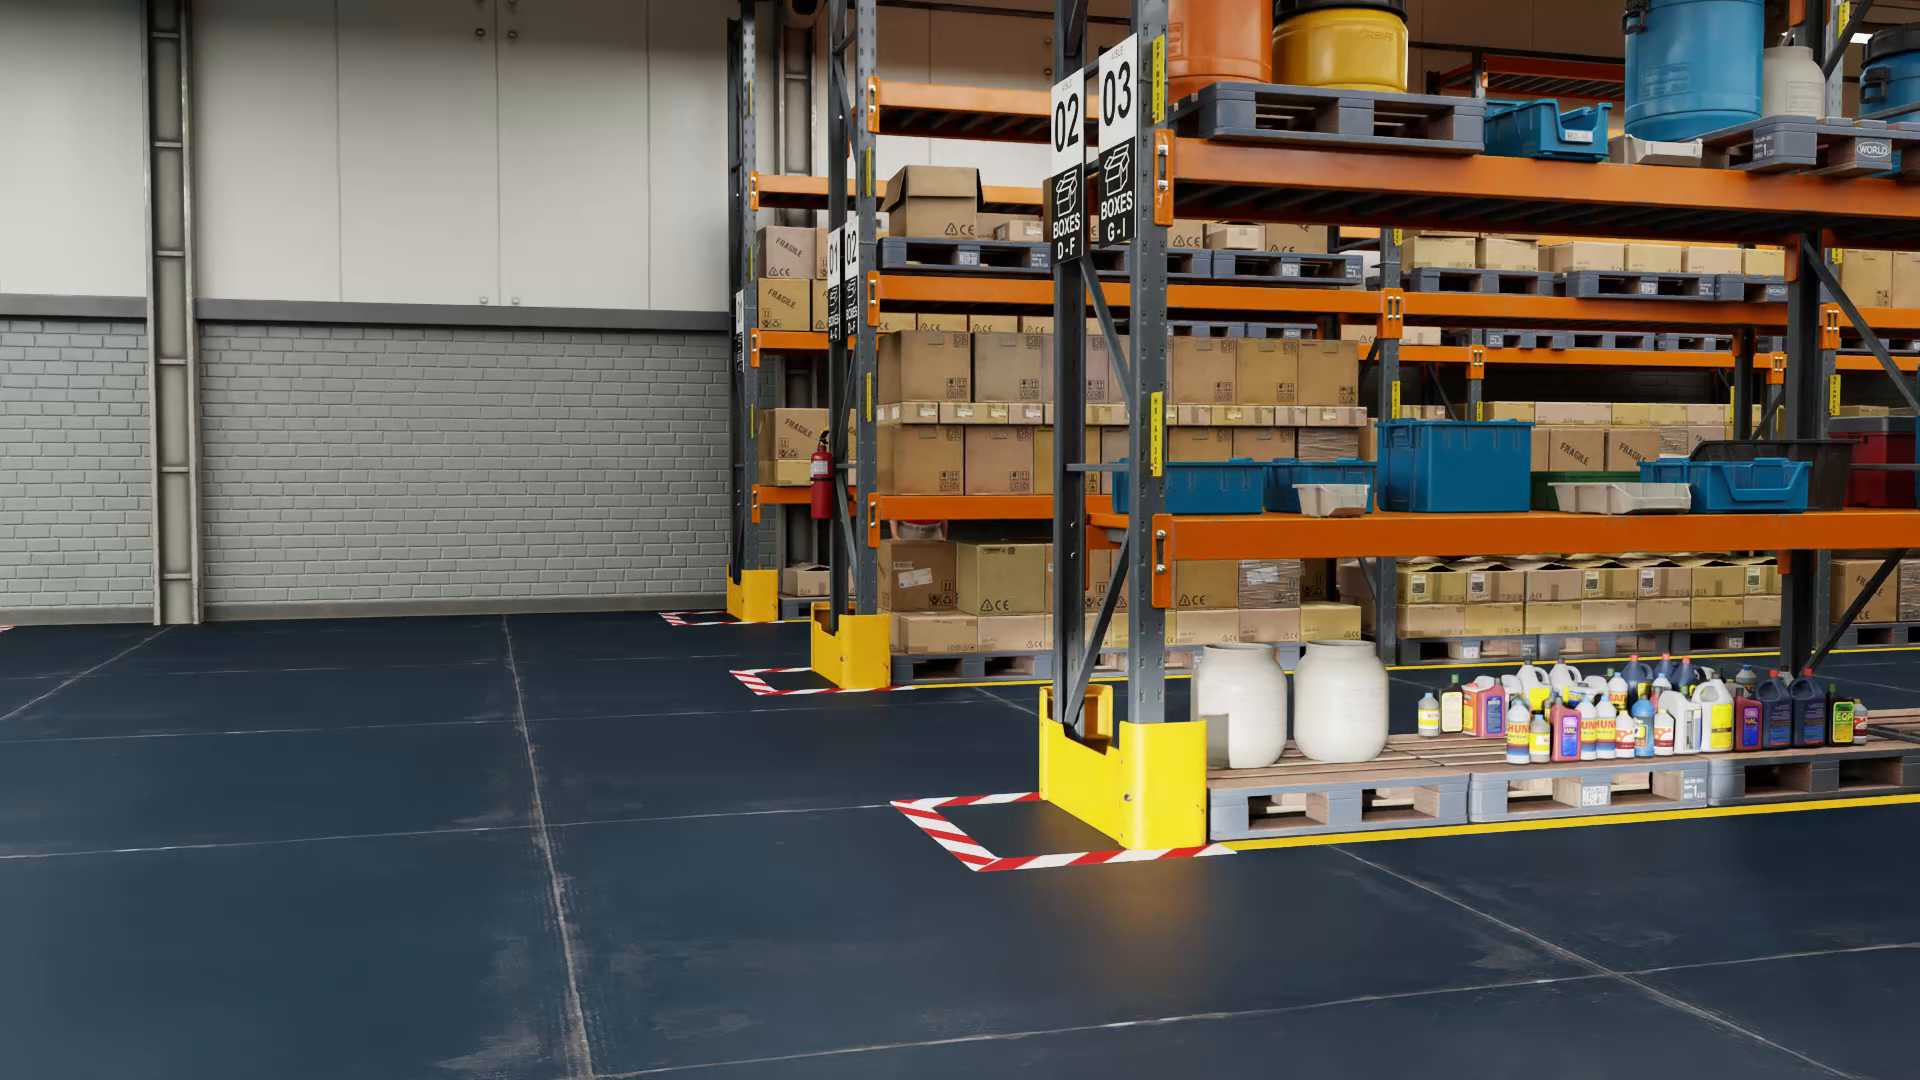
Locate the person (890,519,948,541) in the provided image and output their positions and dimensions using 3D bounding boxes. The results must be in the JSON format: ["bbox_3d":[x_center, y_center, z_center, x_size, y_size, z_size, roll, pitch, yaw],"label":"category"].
[{"bbox_3d":[-0.393,-0.012,14.904,0.642,1.706,0.753,-1,3,-18],"label":"person"}]
